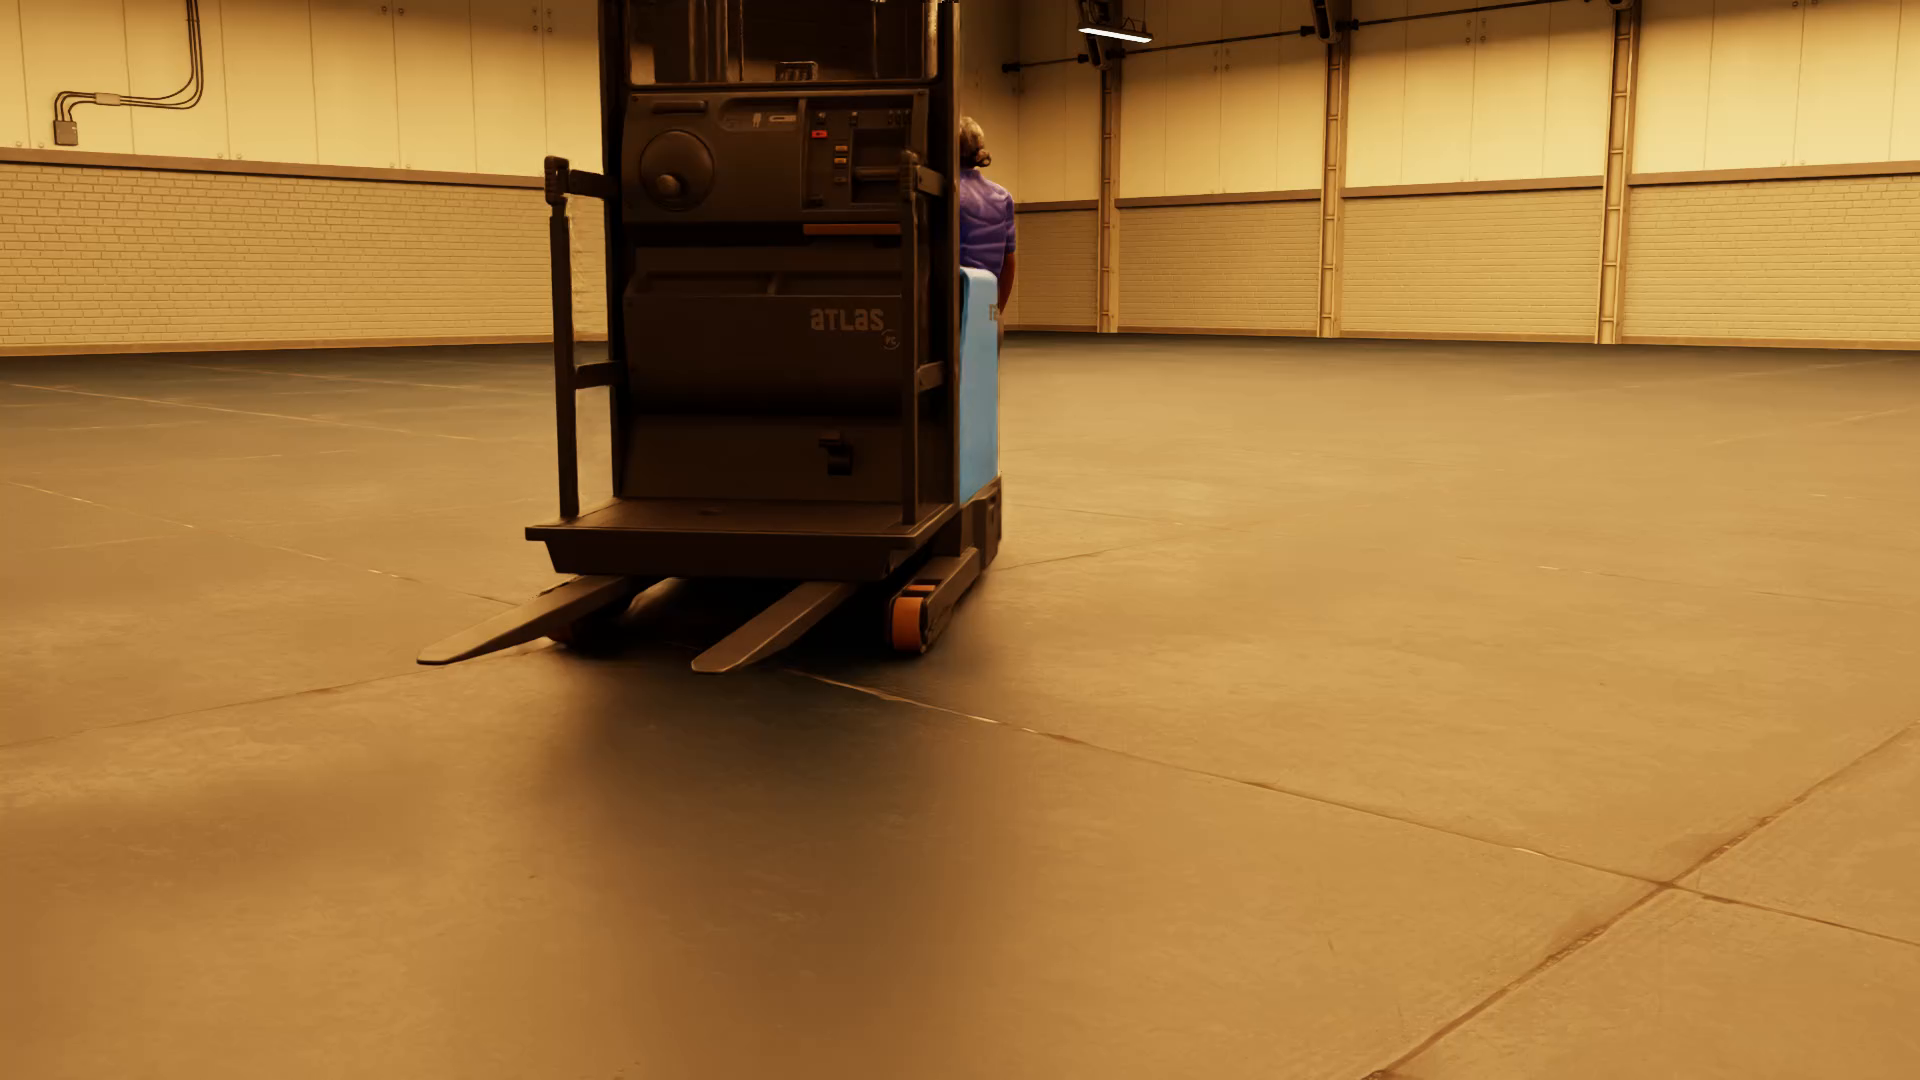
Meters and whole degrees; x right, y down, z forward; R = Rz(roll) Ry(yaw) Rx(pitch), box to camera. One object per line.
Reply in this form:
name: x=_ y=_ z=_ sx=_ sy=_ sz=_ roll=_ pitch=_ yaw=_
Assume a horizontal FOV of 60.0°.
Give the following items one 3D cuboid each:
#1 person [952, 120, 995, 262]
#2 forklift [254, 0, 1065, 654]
person: x=-0.094 y=-0.823 z=6.647 sx=0.417 sy=1.655 sz=0.623 roll=4 pitch=9 yaw=22
forklift: x=-0.704 y=-1.212 z=4.923 sx=1.130 sy=2.935 sz=3.031 roll=4 pitch=9 yaw=25
